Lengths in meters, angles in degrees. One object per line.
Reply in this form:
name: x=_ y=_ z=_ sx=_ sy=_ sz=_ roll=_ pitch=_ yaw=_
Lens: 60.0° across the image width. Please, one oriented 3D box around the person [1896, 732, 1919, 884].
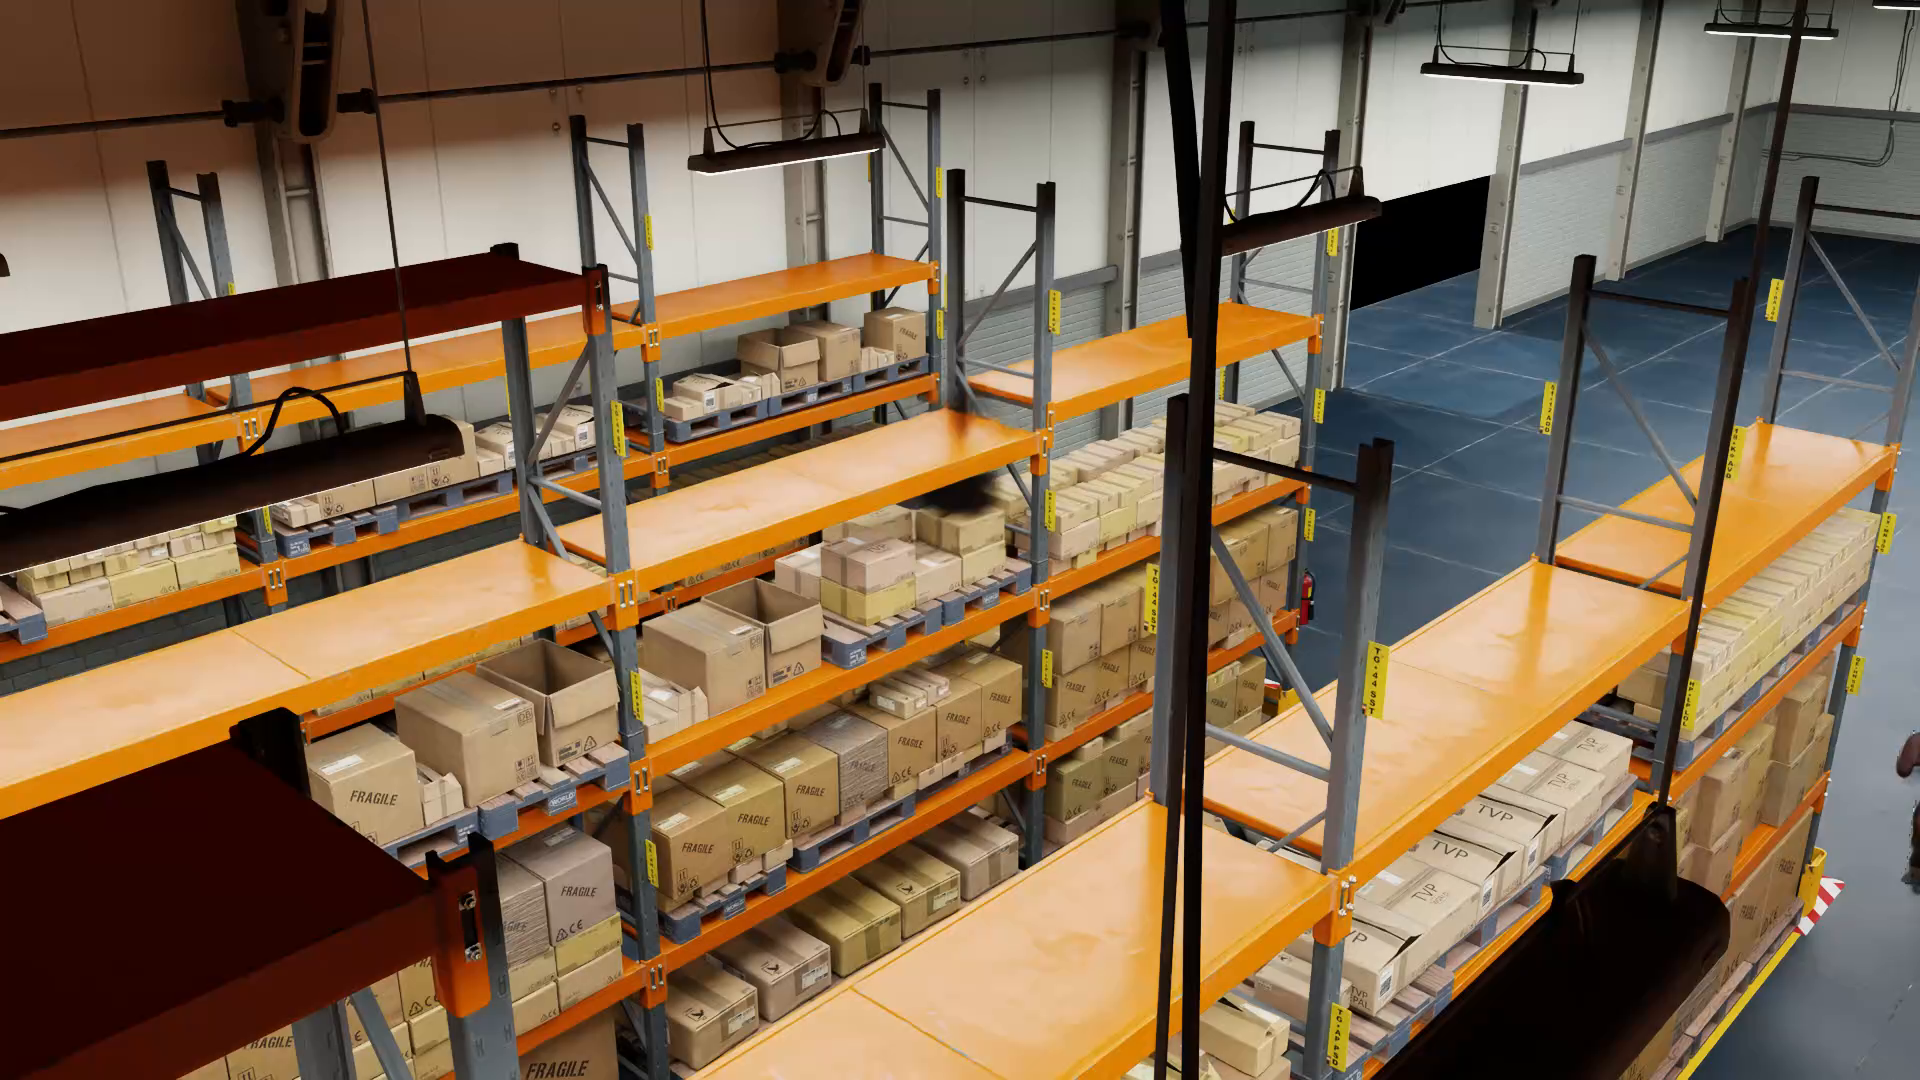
person: x=8.240 y=2.281 z=13.916 sx=0.754 sy=1.723 sz=1.066 roll=-1 pitch=21 yaw=-3
